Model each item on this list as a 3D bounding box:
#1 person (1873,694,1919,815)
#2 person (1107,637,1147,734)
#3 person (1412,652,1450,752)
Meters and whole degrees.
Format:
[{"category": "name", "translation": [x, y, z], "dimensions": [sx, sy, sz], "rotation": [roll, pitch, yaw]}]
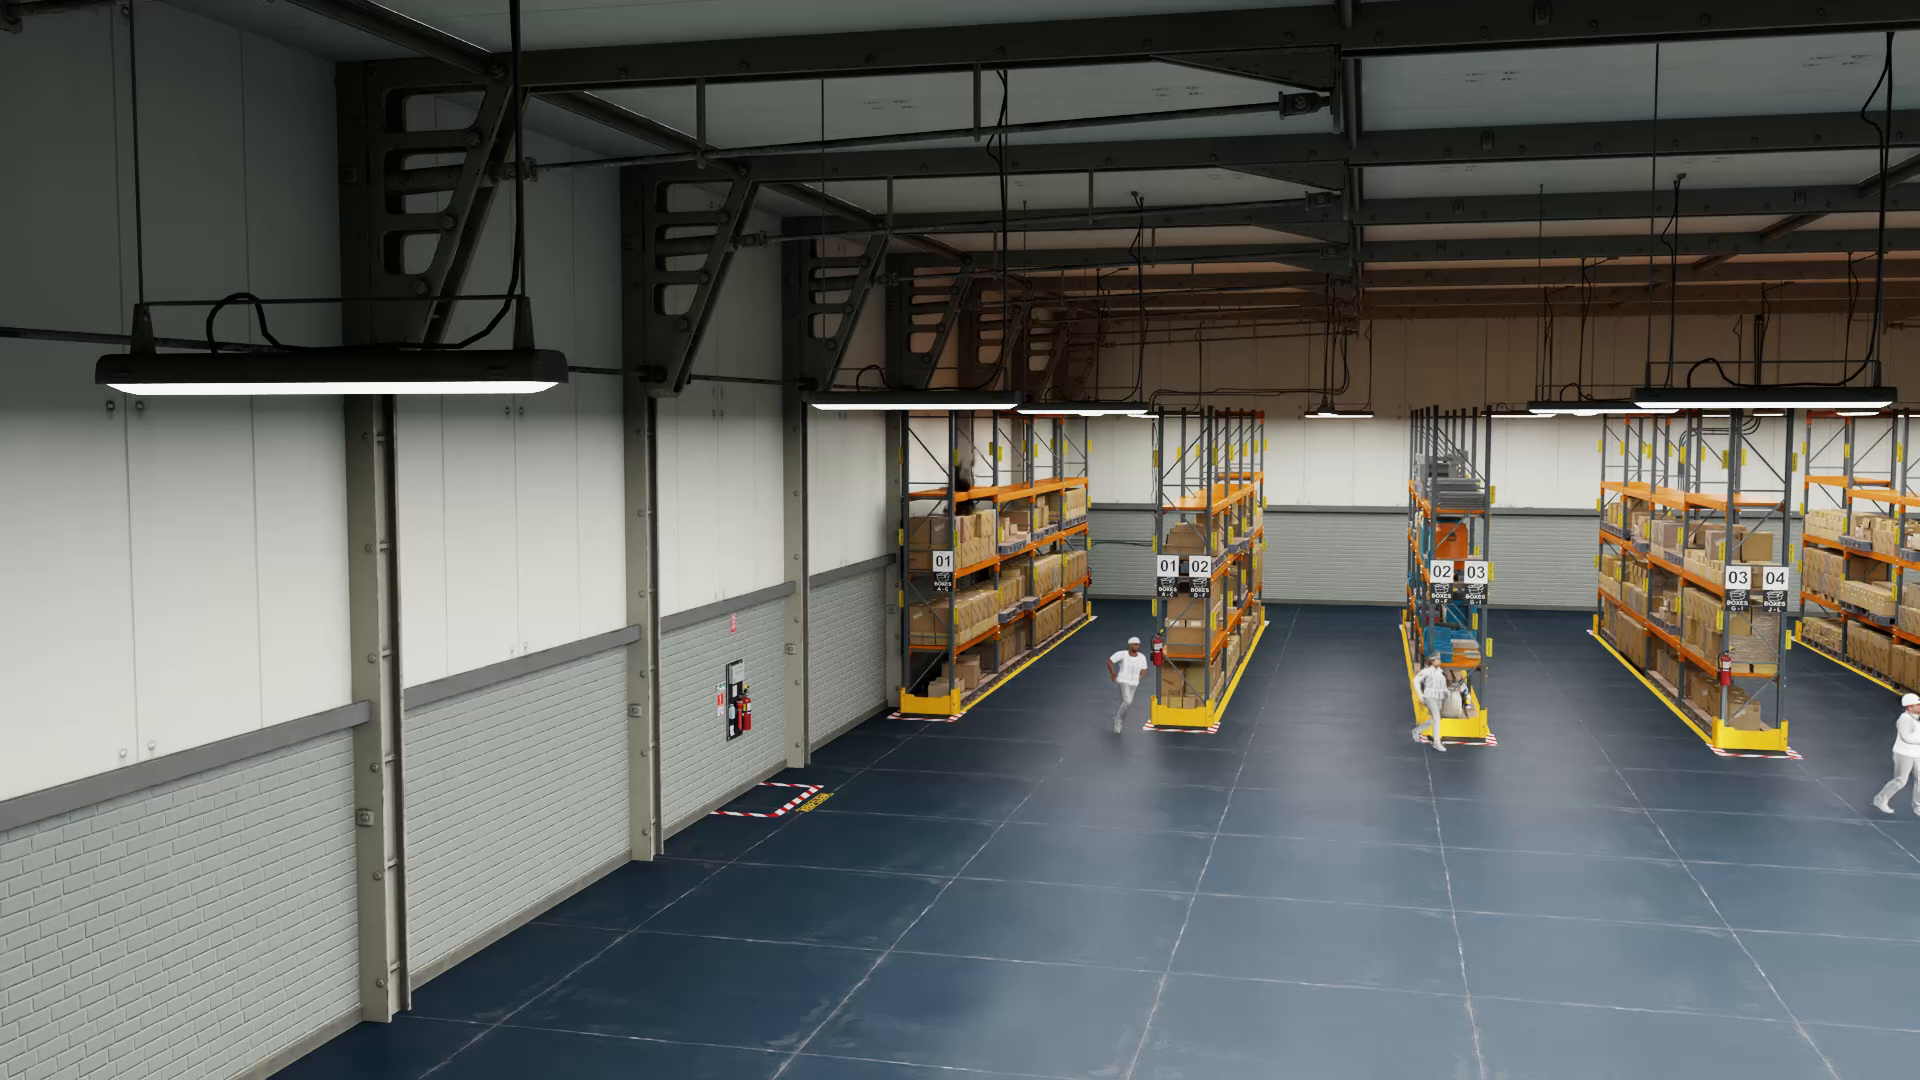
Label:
[{"category": "person", "translation": [13.631, 3.123, 23.960], "dimensions": [0.775, 1.839, 0.668], "rotation": [4, 6, 45]}, {"category": "person", "translation": [3.117, 2.666, 30.668], "dimensions": [0.721, 1.736, 0.709], "rotation": [-2, 4, -23]}, {"category": "person", "translation": [8.307, 2.805, 29.124], "dimensions": [0.646, 1.685, 0.803], "rotation": [-3, 5, -32]}]
